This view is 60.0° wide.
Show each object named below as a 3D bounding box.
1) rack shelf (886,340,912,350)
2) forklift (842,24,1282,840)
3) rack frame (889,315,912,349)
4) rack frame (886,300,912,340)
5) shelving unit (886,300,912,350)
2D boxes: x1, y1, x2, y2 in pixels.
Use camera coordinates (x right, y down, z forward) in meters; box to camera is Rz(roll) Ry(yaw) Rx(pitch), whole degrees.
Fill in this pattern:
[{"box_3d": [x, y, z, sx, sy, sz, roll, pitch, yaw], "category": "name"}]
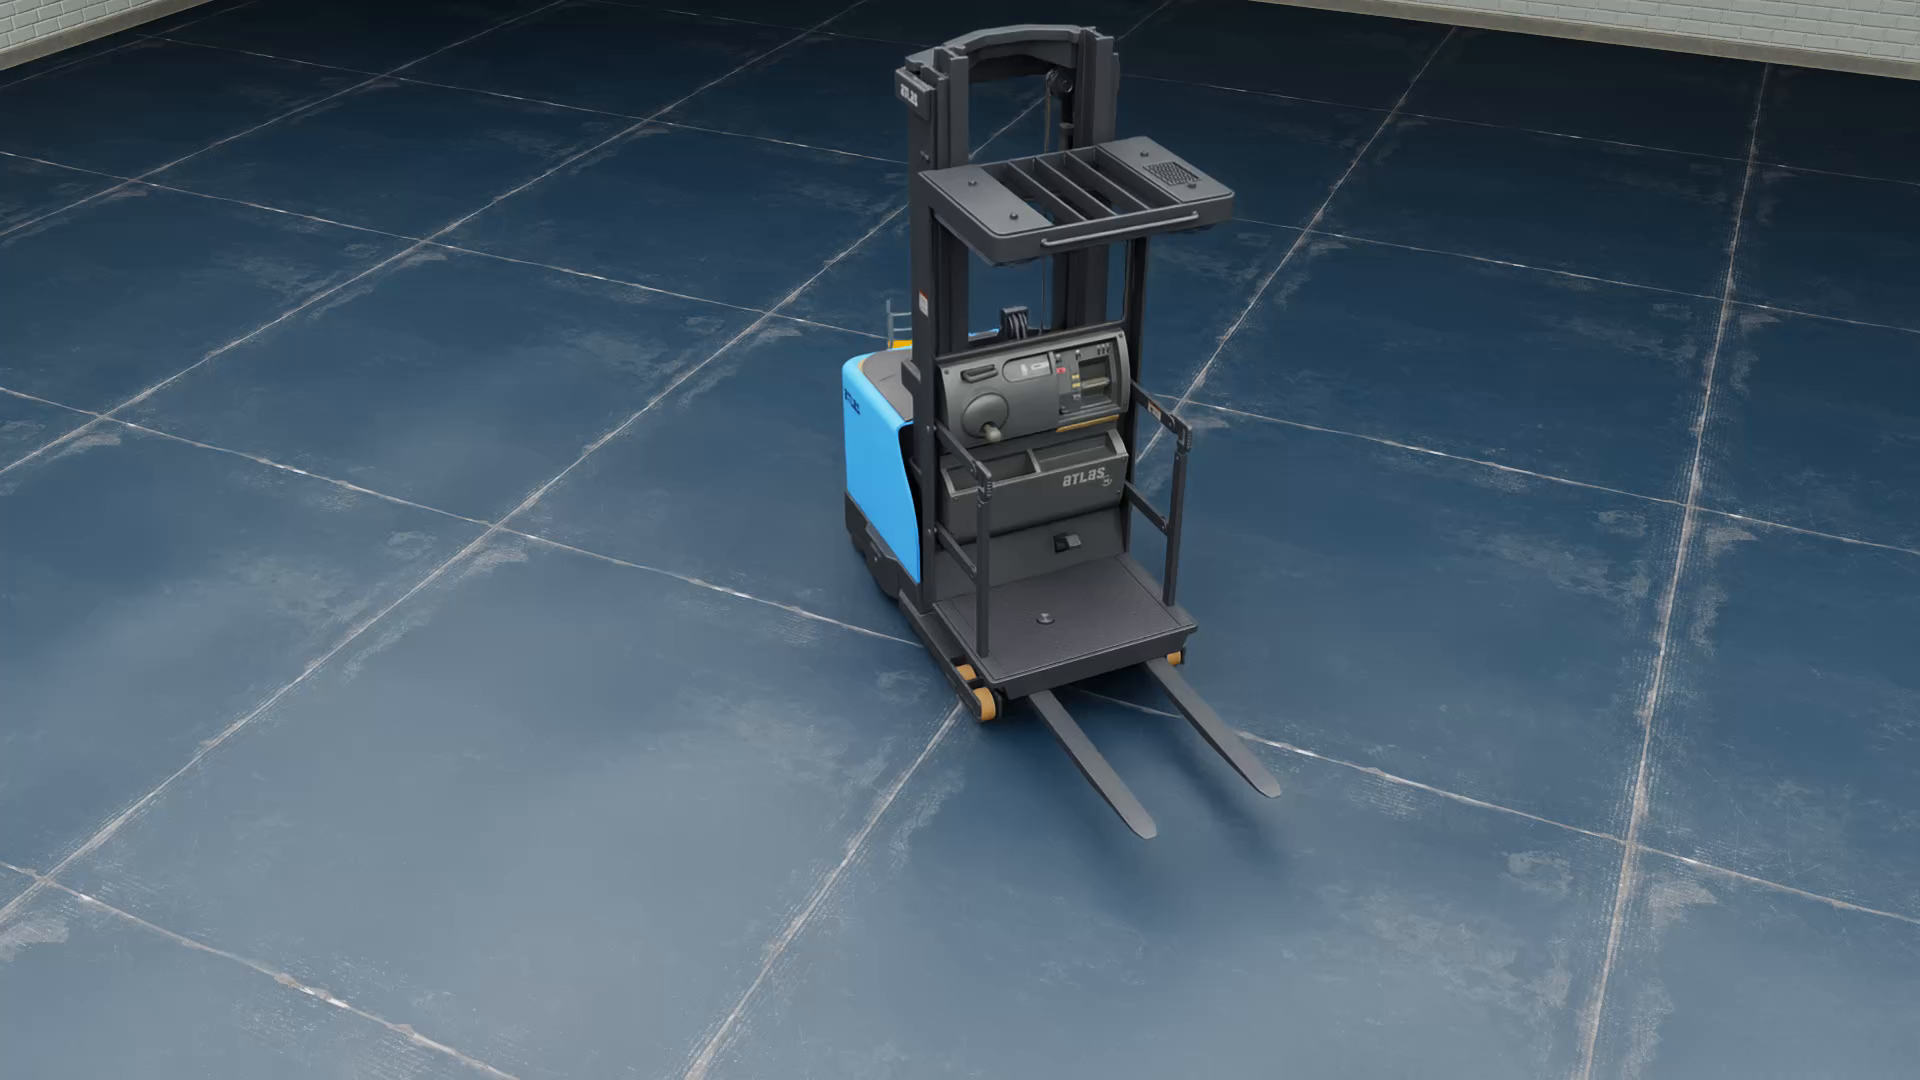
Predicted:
[{"box_3d": [-0.265, -0.999, 8.971, 0.258, 0.103, 0.180, -4, 33, -6], "category": "rack shelf"}, {"box_3d": [0.442, -0.640, 7.422, 1.130, 2.935, 3.031, -14, 36, -20], "category": "forklift"}, {"box_3d": [-0.254, -0.685, 9.068, 0.240, 1.200, 0.006, -4, 33, -6], "category": "rack frame"}, {"box_3d": [-0.276, -0.784, 9.220, 0.240, 1.200, 0.006, -4, 33, -6], "category": "rack frame"}, {"box_3d": [-0.265, -0.735, 9.144, 0.258, 1.200, 0.189, -4, 33, -6], "category": "shelving unit"}]
